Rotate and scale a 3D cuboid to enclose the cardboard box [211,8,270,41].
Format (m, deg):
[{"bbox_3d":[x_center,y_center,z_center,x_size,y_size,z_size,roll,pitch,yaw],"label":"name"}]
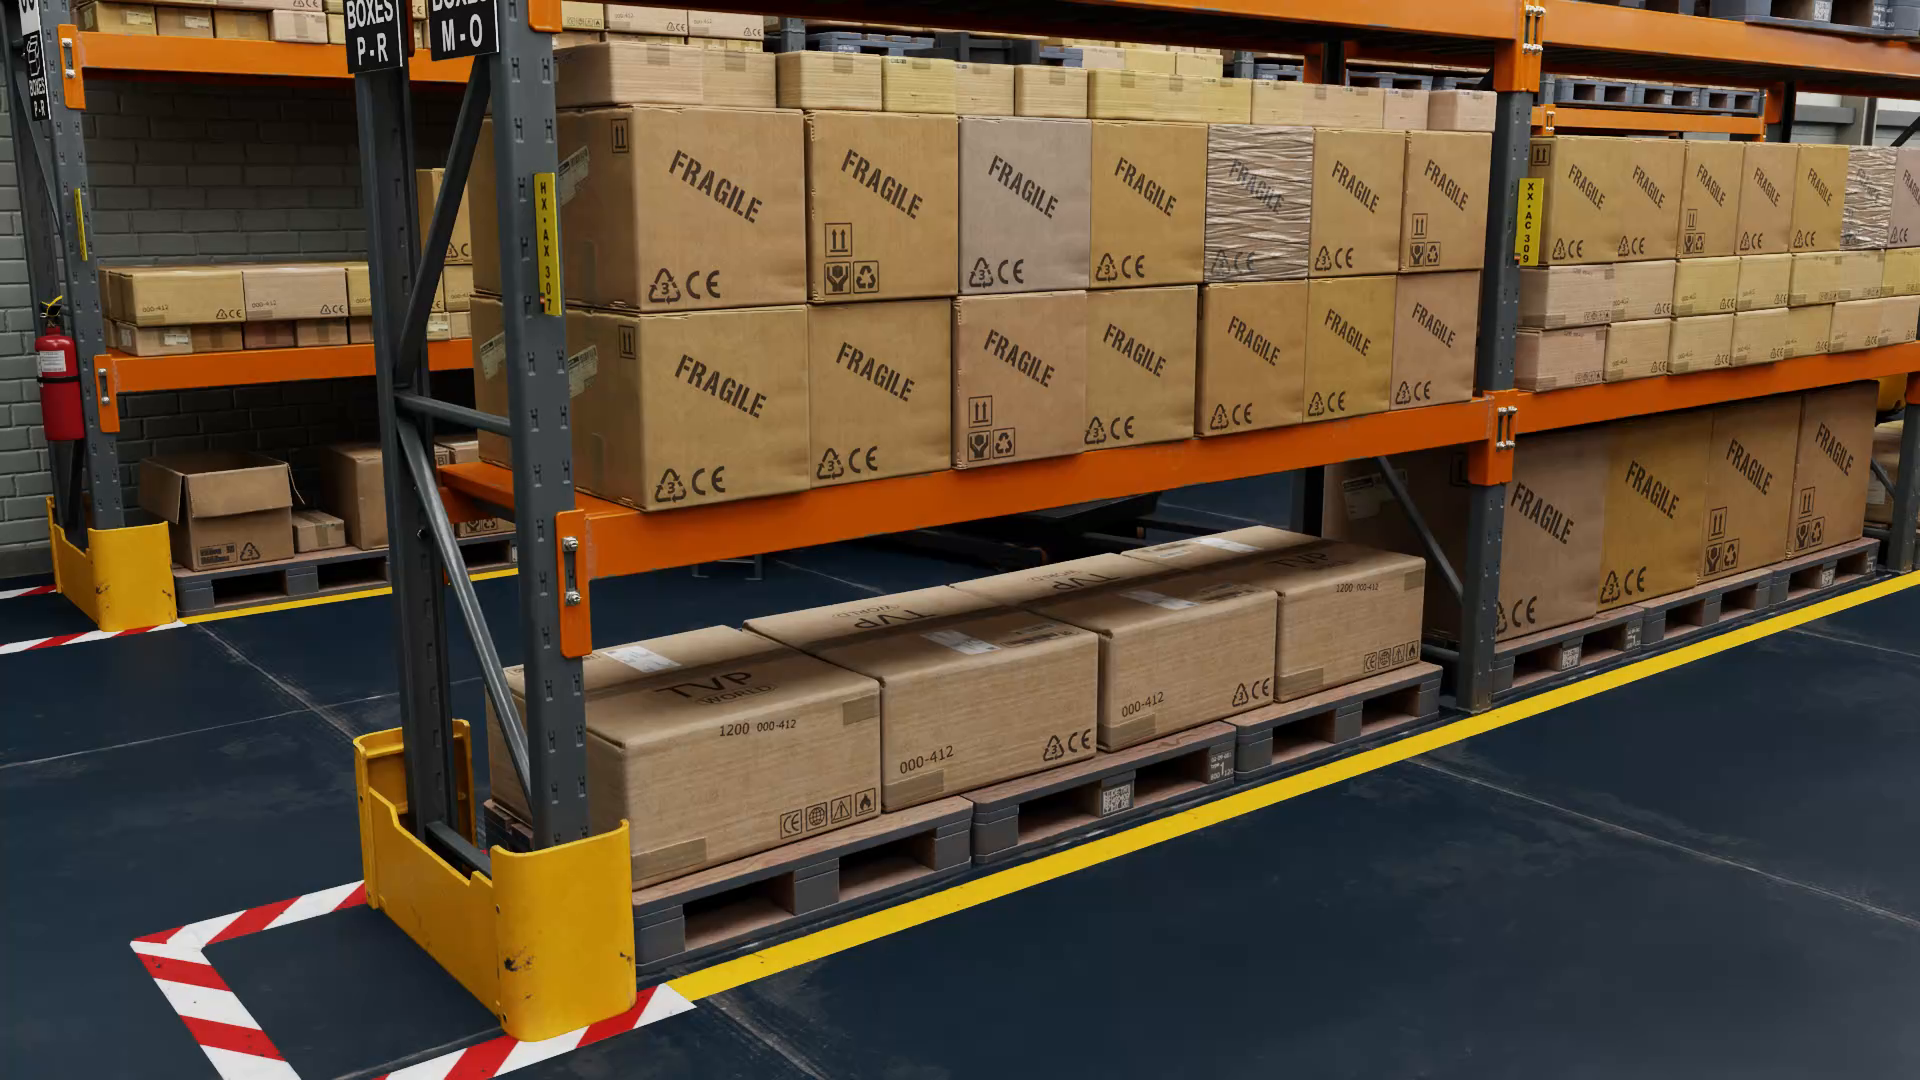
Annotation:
[{"bbox_3d":[-3.616,-2.540,8.254,0.250,0.149,0.380,-9,15,-37],"label":"cardboard box"}]

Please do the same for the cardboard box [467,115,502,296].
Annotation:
[{"bbox_3d":[-1.078,-0.958,4.772,0.500,0.500,0.500,-9,15,-36],"label":"cardboard box"}]

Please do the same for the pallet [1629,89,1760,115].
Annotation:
[{"bbox_3d":[7.516,-4.536,17.261,1.213,0.211,1.003,-9,15,-38],"label":"pallet"}]

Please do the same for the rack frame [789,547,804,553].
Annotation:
[{"bbox_3d":[-1.115,-0.669,9.669,0.400,1.500,0.023,3,12,13],"label":"rack frame"}]

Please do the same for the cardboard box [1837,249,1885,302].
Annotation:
[{"bbox_3d":[4.324,-1.357,8.456,0.500,0.250,0.500,-10,16,-39],"label":"cardboard box"}]

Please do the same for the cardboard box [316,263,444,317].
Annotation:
[{"bbox_3d":[-3.099,-1.343,8.875,0.500,0.250,0.500,-10,15,-39],"label":"cardboard box"}]

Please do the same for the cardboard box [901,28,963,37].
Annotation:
[{"bbox_3d":[-0.193,-3.311,10.633,0.250,0.149,0.380,-9,15,-37],"label":"cardboard box"}]

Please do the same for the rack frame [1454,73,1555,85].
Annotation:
[{"bbox_3d":[4.961,-5.615,14.909,0.127,3.000,1.000,-9,15,-38],"label":"rack frame"}]

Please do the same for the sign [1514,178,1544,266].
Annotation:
[{"bbox_3d":[2.166,-1.210,6.333,0.005,0.325,0.100,-9,15,-38],"label":"sign"}]

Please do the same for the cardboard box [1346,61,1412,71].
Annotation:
[{"bbox_3d":[3.350,-4.119,13.590,0.500,0.500,0.500,-9,15,-36],"label":"cardboard box"}]

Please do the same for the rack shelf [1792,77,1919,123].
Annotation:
[{"bbox_3d":[6.503,-2.732,10.284,4.000,0.370,1.077,-9,15,-38],"label":"rack shelf"}]

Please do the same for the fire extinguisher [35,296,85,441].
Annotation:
[{"bbox_3d":[-4.235,-0.809,7.803,0.183,0.674,0.296,-9,15,-38],"label":"fire extinguisher"}]

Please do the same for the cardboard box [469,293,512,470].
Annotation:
[{"bbox_3d":[-1.094,-0.473,4.896,0.500,0.500,0.500,-9,15,-37],"label":"cardboard box"}]

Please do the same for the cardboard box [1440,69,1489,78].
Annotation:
[{"bbox_3d":[4.548,-4.225,14.547,0.500,0.311,0.500,-10,16,-39],"label":"cardboard box"}]

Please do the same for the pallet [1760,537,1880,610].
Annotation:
[{"bbox_3d":[4.279,0.097,9.164,1.213,0.211,1.003,-9,15,-38],"label":"pallet"}]

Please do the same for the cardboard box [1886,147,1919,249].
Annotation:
[{"bbox_3d":[4.701,-1.786,8.668,0.500,0.500,0.500,-10,16,-39],"label":"cardboard box"}]

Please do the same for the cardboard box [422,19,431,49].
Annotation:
[{"bbox_3d":[-2.757,-2.655,8.793,0.250,0.149,0.380,-9,15,-38],"label":"cardboard box"}]

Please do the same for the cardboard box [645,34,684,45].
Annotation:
[{"bbox_3d":[-1.790,-2.828,9.608,0.250,0.149,0.380,-9,15,-36],"label":"cardboard box"}]

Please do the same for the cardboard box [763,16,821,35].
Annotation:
[{"bbox_3d":[-1.092,-3.292,10.542,0.250,0.149,0.380,-9,15,-38],"label":"cardboard box"}]

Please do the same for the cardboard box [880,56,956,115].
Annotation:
[{"bbox_3d":[-0.226,-1.273,4.694,0.250,0.149,0.380,-10,16,-39],"label":"cardboard box"}]

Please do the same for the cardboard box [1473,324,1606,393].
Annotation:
[{"bbox_3d":[2.327,-0.779,6.937,0.500,0.250,0.500,-10,15,-39],"label":"cardboard box"}]

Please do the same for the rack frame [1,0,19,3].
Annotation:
[{"bbox_3d":[-4.409,-4.058,7.576,0.127,3.000,1.000,-9,15,-38],"label":"rack frame"}]

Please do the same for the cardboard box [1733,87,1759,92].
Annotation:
[{"bbox_3d":[7.891,-4.873,17.143,0.500,0.500,0.500,-9,15,-36],"label":"cardboard box"}]

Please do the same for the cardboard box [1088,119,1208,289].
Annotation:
[{"bbox_3d":[0.433,-1.074,5.318,0.500,0.500,0.500,-9,15,-37],"label":"cardboard box"}]

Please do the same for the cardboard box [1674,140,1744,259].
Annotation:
[{"bbox_3d":[3.114,-1.522,7.426,0.500,0.500,0.500,-10,16,-39],"label":"cardboard box"}]

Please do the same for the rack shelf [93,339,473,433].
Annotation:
[{"bbox_3d":[-2.847,-1.031,9.496,4.000,0.370,1.077,-9,15,-38],"label":"rack shelf"}]

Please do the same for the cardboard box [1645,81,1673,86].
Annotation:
[{"bbox_3d":[6.548,-4.689,16.265,0.637,0.503,0.797,-9,15,-36],"label":"cardboard box"}]

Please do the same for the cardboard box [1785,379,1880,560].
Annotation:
[{"bbox_3d":[4.350,-0.447,9.117,0.875,0.875,0.875,-10,15,-38],"label":"cardboard box"}]

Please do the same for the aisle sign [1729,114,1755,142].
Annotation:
[{"bbox_3d":[8.319,-4.432,17.522,0.004,0.787,0.394,-9,15,-38],"label":"aisle sign"}]

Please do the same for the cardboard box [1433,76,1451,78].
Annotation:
[{"bbox_3d":[4.176,-4.201,14.824,0.250,0.149,0.380,-9,15,-38],"label":"cardboard box"}]

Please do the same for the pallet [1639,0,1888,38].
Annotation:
[{"bbox_3d":[3.601,-2.494,7.887,1.213,0.211,1.003,-9,15,-35],"label":"pallet"}]

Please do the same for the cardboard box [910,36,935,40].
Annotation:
[{"bbox_3d":[-0.317,-3.436,11.218,0.250,0.149,0.380,-10,16,-39],"label":"cardboard box"}]

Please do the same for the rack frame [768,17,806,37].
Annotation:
[{"bbox_3d":[-1.286,-4.577,10.020,0.127,3.000,1.000,-9,15,-38],"label":"rack frame"}]

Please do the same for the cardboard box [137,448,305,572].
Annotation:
[{"bbox_3d":[-3.872,-0.172,8.716,0.637,0.503,0.797,-10,16,-40],"label":"cardboard box"}]

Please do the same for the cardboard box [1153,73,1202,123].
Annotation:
[{"bbox_3d":[0.556,-1.412,5.346,0.250,0.149,0.380,-9,15,-38],"label":"cardboard box"}]

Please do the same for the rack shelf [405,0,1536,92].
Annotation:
[{"bbox_3d":[0.256,-1.694,5.395,4.000,0.370,1.077,-9,15,-38],"label":"rack shelf"}]

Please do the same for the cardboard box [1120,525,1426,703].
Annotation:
[{"bbox_3d":[1.261,0.274,6.775,0.875,0.438,0.875,-10,15,-38],"label":"cardboard box"}]

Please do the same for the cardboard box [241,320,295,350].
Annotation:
[{"bbox_3d":[-3.628,-1.079,8.594,0.250,0.149,0.380,-10,15,-38],"label":"cardboard box"}]

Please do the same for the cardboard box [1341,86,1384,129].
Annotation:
[{"bbox_3d":[1.302,-1.554,6.018,0.250,0.149,0.380,-9,15,-38],"label":"cardboard box"}]

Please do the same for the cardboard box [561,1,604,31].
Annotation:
[{"bbox_3d":[-2.312,-2.945,9.200,0.500,0.250,0.500,-9,15,-36],"label":"cardboard box"}]

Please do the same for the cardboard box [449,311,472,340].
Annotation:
[{"bbox_3d":[-2.751,-1.195,9.142,0.250,0.149,0.380,-9,15,-36],"label":"cardboard box"}]

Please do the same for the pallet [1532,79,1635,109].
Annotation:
[{"bbox_3d":[5.611,-4.220,15.770,1.213,0.211,1.003,-9,15,-38],"label":"pallet"}]

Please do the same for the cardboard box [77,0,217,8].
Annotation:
[{"bbox_3d":[-3.892,-2.676,7.934,0.500,0.250,0.500,-10,15,-38],"label":"cardboard box"}]

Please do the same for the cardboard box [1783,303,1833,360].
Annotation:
[{"bbox_3d":[3.916,-1.044,8.187,0.500,0.250,0.500,-10,15,-38],"label":"cardboard box"}]

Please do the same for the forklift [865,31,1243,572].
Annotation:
[{"bbox_3d":[0.493,-1.355,9.452,3.031,2.935,1.130,9,15,37],"label":"forklift"}]

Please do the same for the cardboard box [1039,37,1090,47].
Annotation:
[{"bbox_3d":[0.690,-3.503,11.583,0.250,0.149,0.380,-9,15,-36],"label":"cardboard box"}]

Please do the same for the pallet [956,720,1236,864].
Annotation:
[{"bbox_3d":[0.222,0.771,5.989,1.213,0.211,1.003,-9,15,-38],"label":"pallet"}]

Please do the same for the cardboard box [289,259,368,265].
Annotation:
[{"bbox_3d":[-3.423,-1.429,9.280,0.500,0.250,0.500,-9,15,-36],"label":"cardboard box"}]

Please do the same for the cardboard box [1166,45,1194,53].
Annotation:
[{"bbox_3d":[1.497,-3.635,12.206,0.250,0.149,0.380,-10,15,-39],"label":"cardboard box"}]

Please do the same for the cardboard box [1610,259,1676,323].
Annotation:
[{"bbox_3d":[2.727,-1.093,7.211,0.500,0.250,0.500,-9,15,-37],"label":"cardboard box"}]

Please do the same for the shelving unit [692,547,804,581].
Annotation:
[{"bbox_3d":[-1.196,-0.595,9.320,0.431,1.500,0.755,3,12,13],"label":"shelving unit"}]

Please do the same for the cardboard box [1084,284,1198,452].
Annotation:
[{"bbox_3d":[0.416,-0.585,5.420,0.500,0.500,0.500,-9,15,-36],"label":"cardboard box"}]

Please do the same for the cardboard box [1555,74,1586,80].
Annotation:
[{"bbox_3d":[5.501,-4.288,15.234,0.250,0.149,0.380,-9,15,-36],"label":"cardboard box"}]
